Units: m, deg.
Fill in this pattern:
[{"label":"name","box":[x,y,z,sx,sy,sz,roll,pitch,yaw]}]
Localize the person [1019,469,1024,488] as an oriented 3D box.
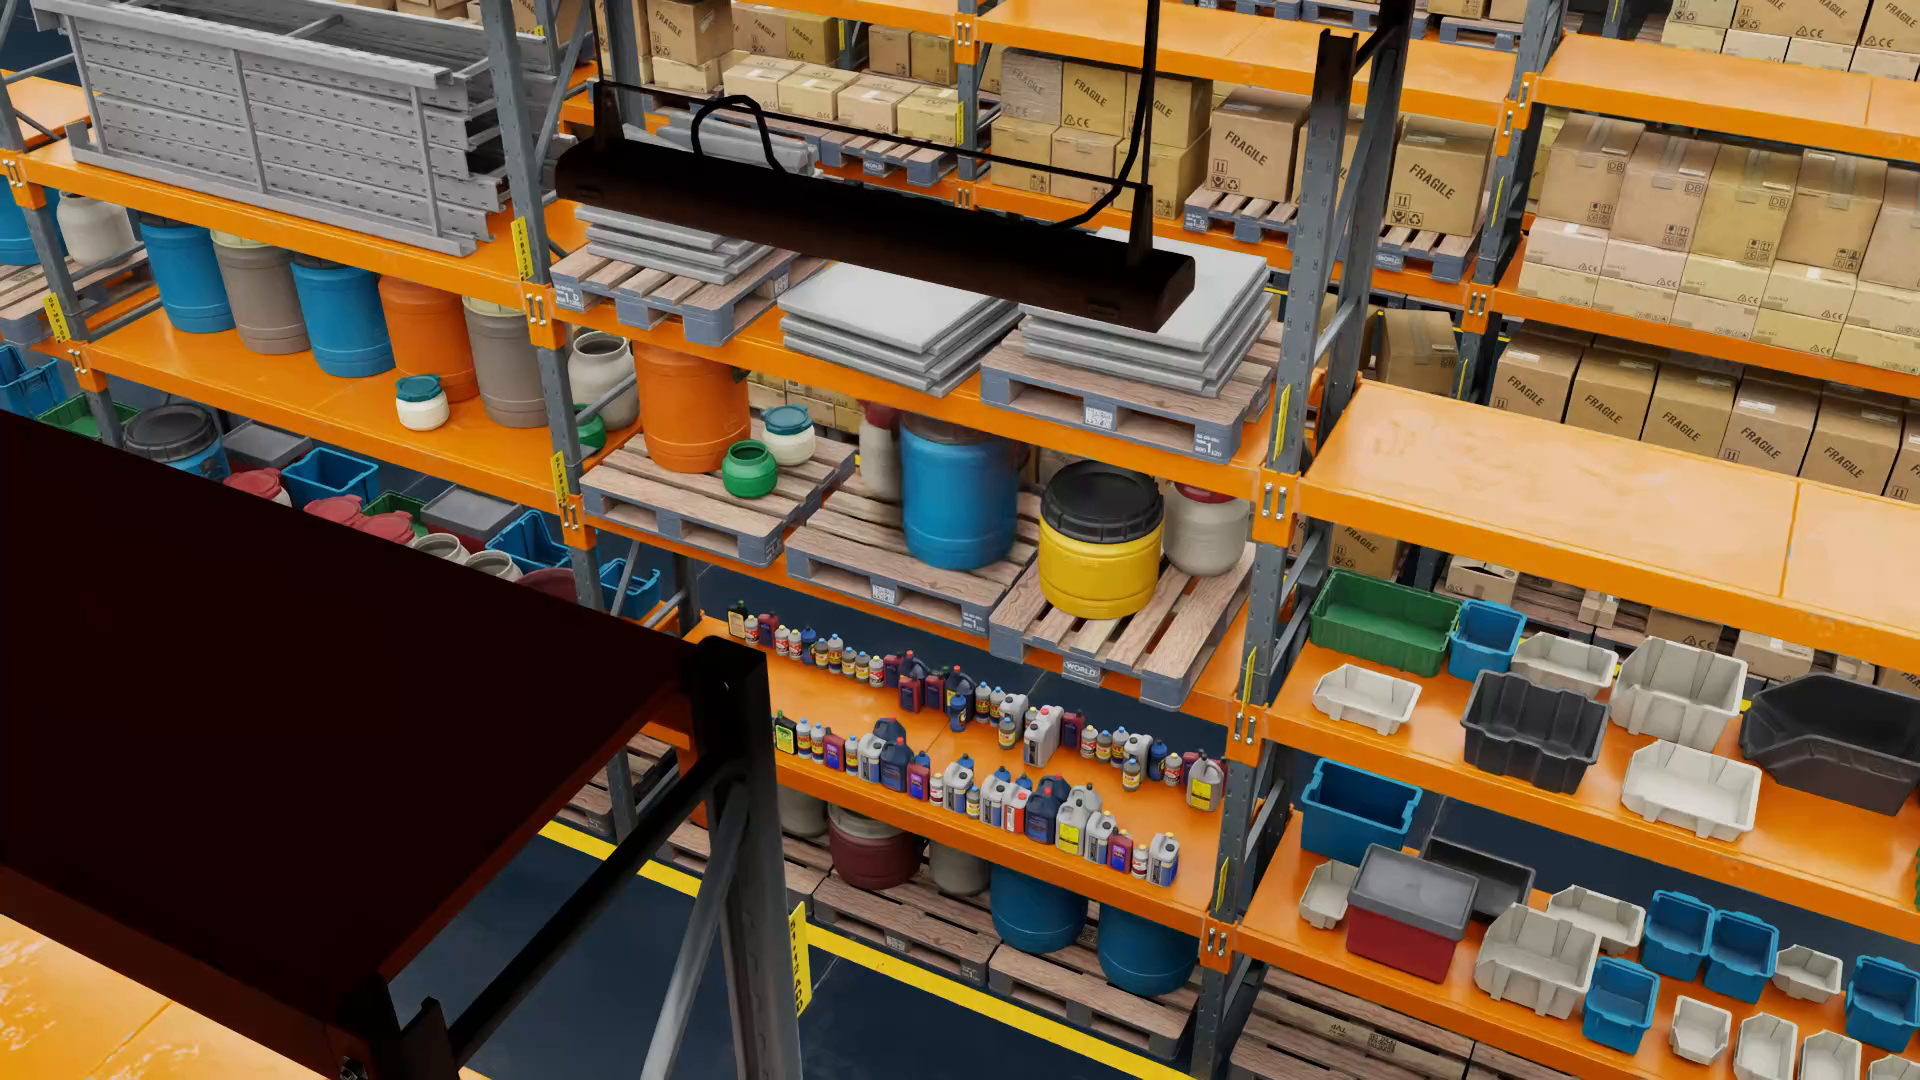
[{"label":"person","box":[0.204,-0.565,12.943,1.026,1.481,0.530,10,36,14]}]
